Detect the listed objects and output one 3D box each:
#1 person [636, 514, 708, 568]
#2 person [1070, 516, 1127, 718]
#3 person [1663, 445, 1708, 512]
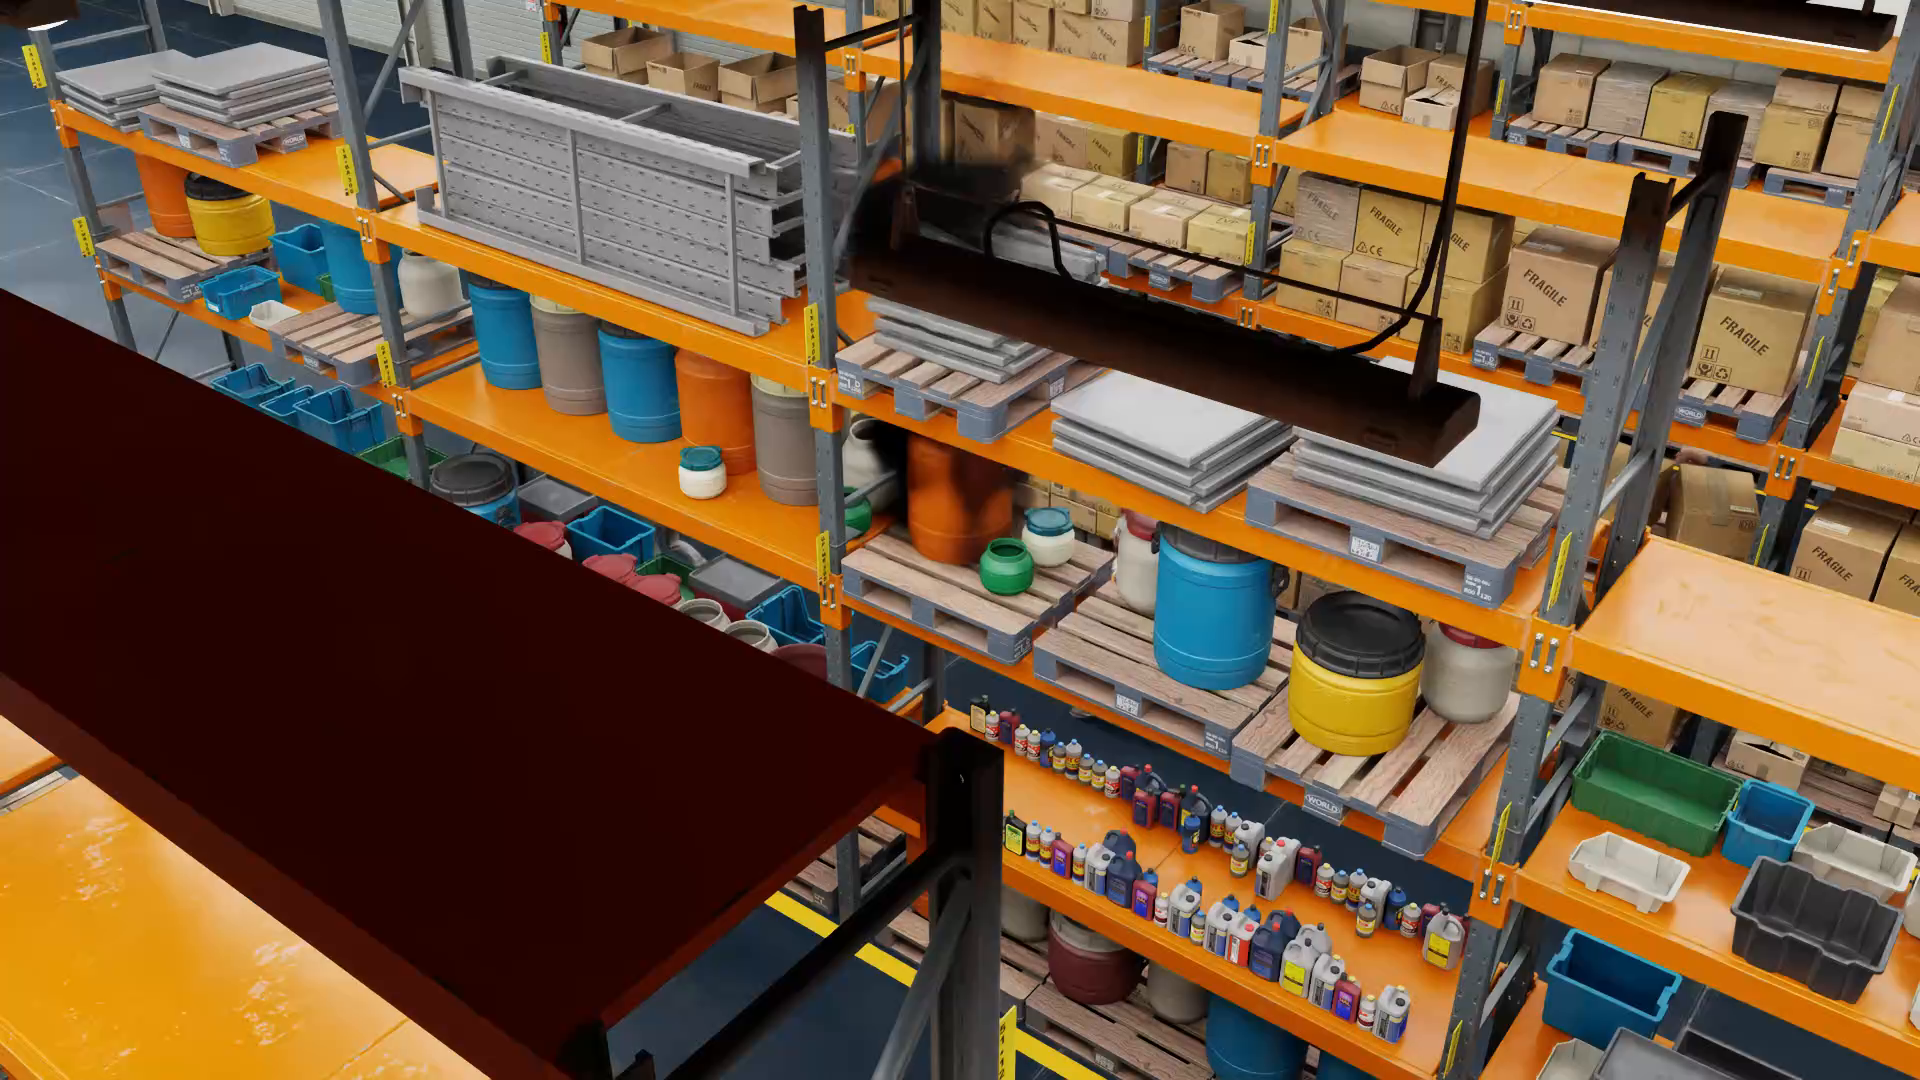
[{"bbox_3d":[-2.493,-0.237,14.088,0.842,1.670,0.632,21,37,30],"label":"person"},{"bbox_3d":[1.310,0.652,12.512,0.909,1.813,0.608,19,36,28],"label":"person"},{"bbox_3d":[5.821,-0.033,13.684,0.635,1.735,0.708,16,35,25],"label":"person"}]
